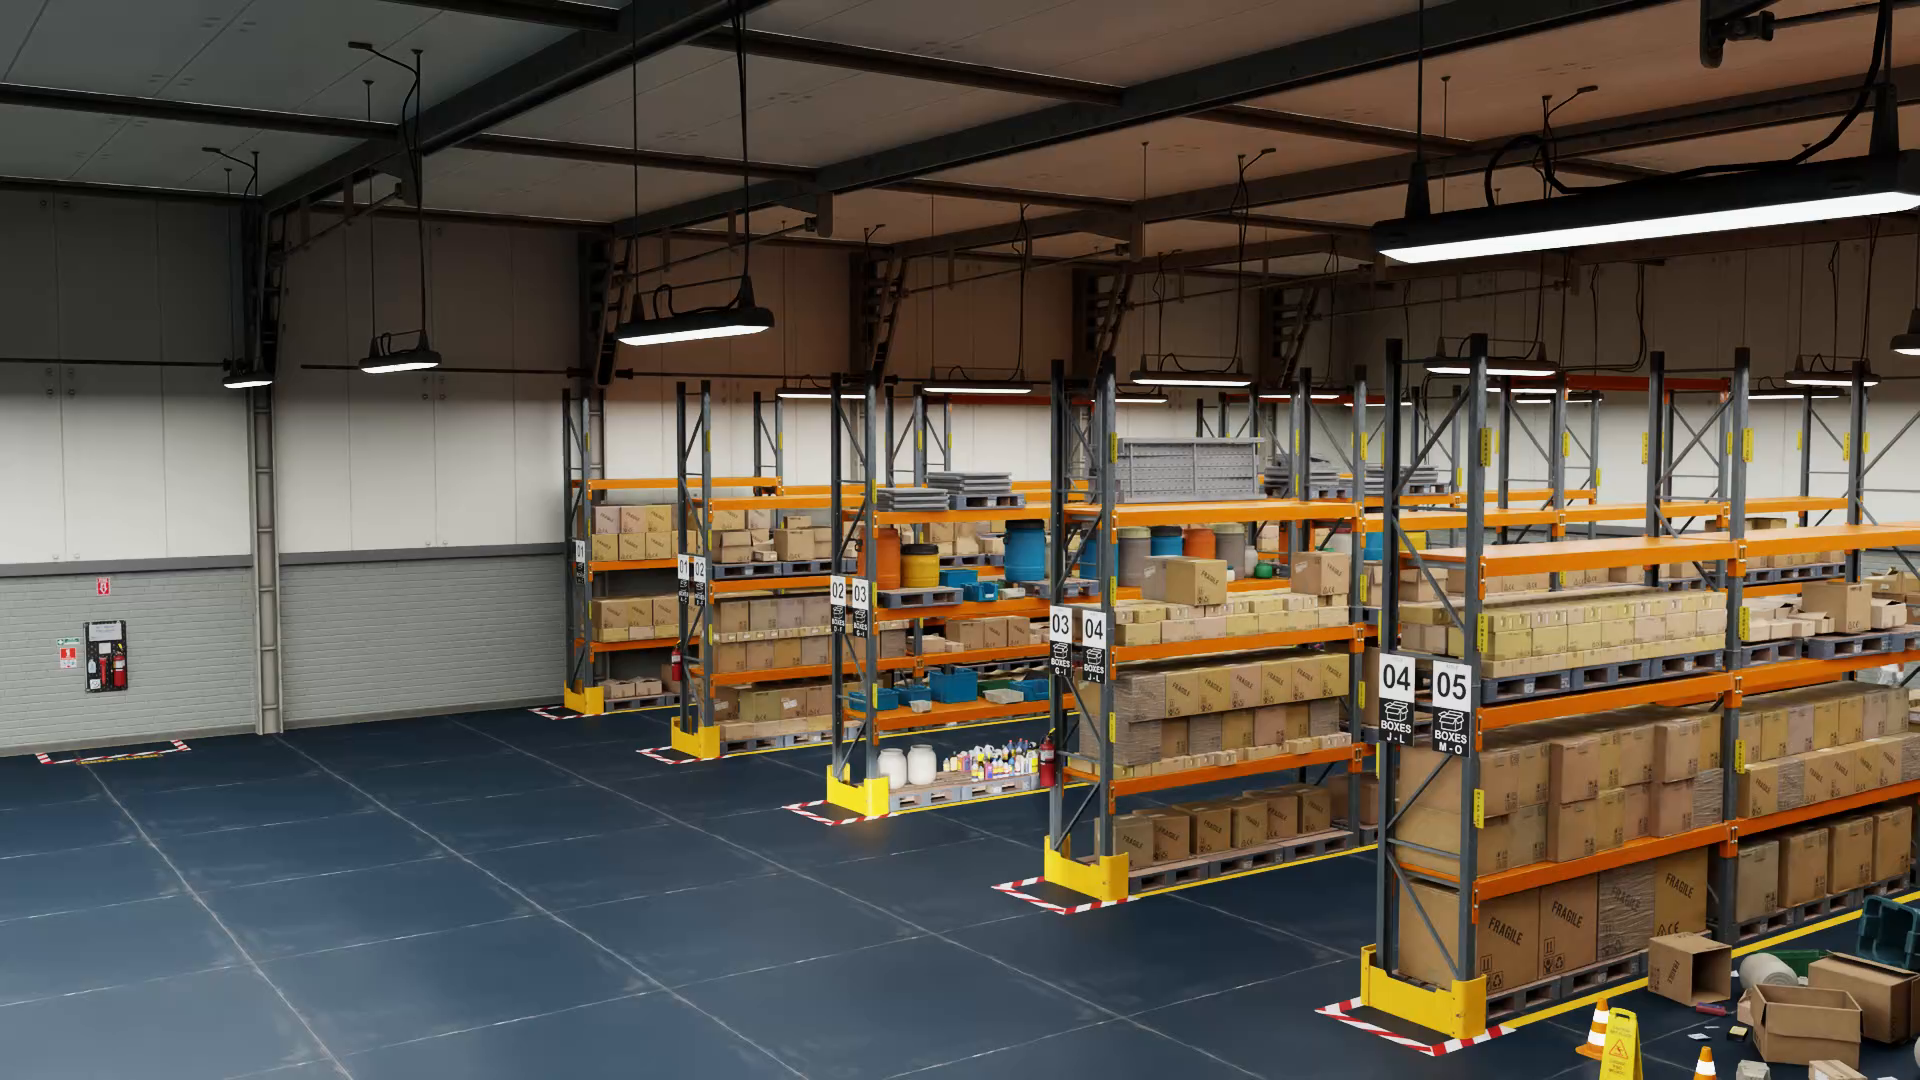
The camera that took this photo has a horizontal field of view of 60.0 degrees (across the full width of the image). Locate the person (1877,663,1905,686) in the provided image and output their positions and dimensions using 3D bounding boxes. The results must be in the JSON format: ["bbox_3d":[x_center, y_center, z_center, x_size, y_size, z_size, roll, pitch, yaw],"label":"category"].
[{"bbox_3d":[16.633,2.350,29.701,0.491,1.781,0.548,1,4,18],"label":"person"}]
